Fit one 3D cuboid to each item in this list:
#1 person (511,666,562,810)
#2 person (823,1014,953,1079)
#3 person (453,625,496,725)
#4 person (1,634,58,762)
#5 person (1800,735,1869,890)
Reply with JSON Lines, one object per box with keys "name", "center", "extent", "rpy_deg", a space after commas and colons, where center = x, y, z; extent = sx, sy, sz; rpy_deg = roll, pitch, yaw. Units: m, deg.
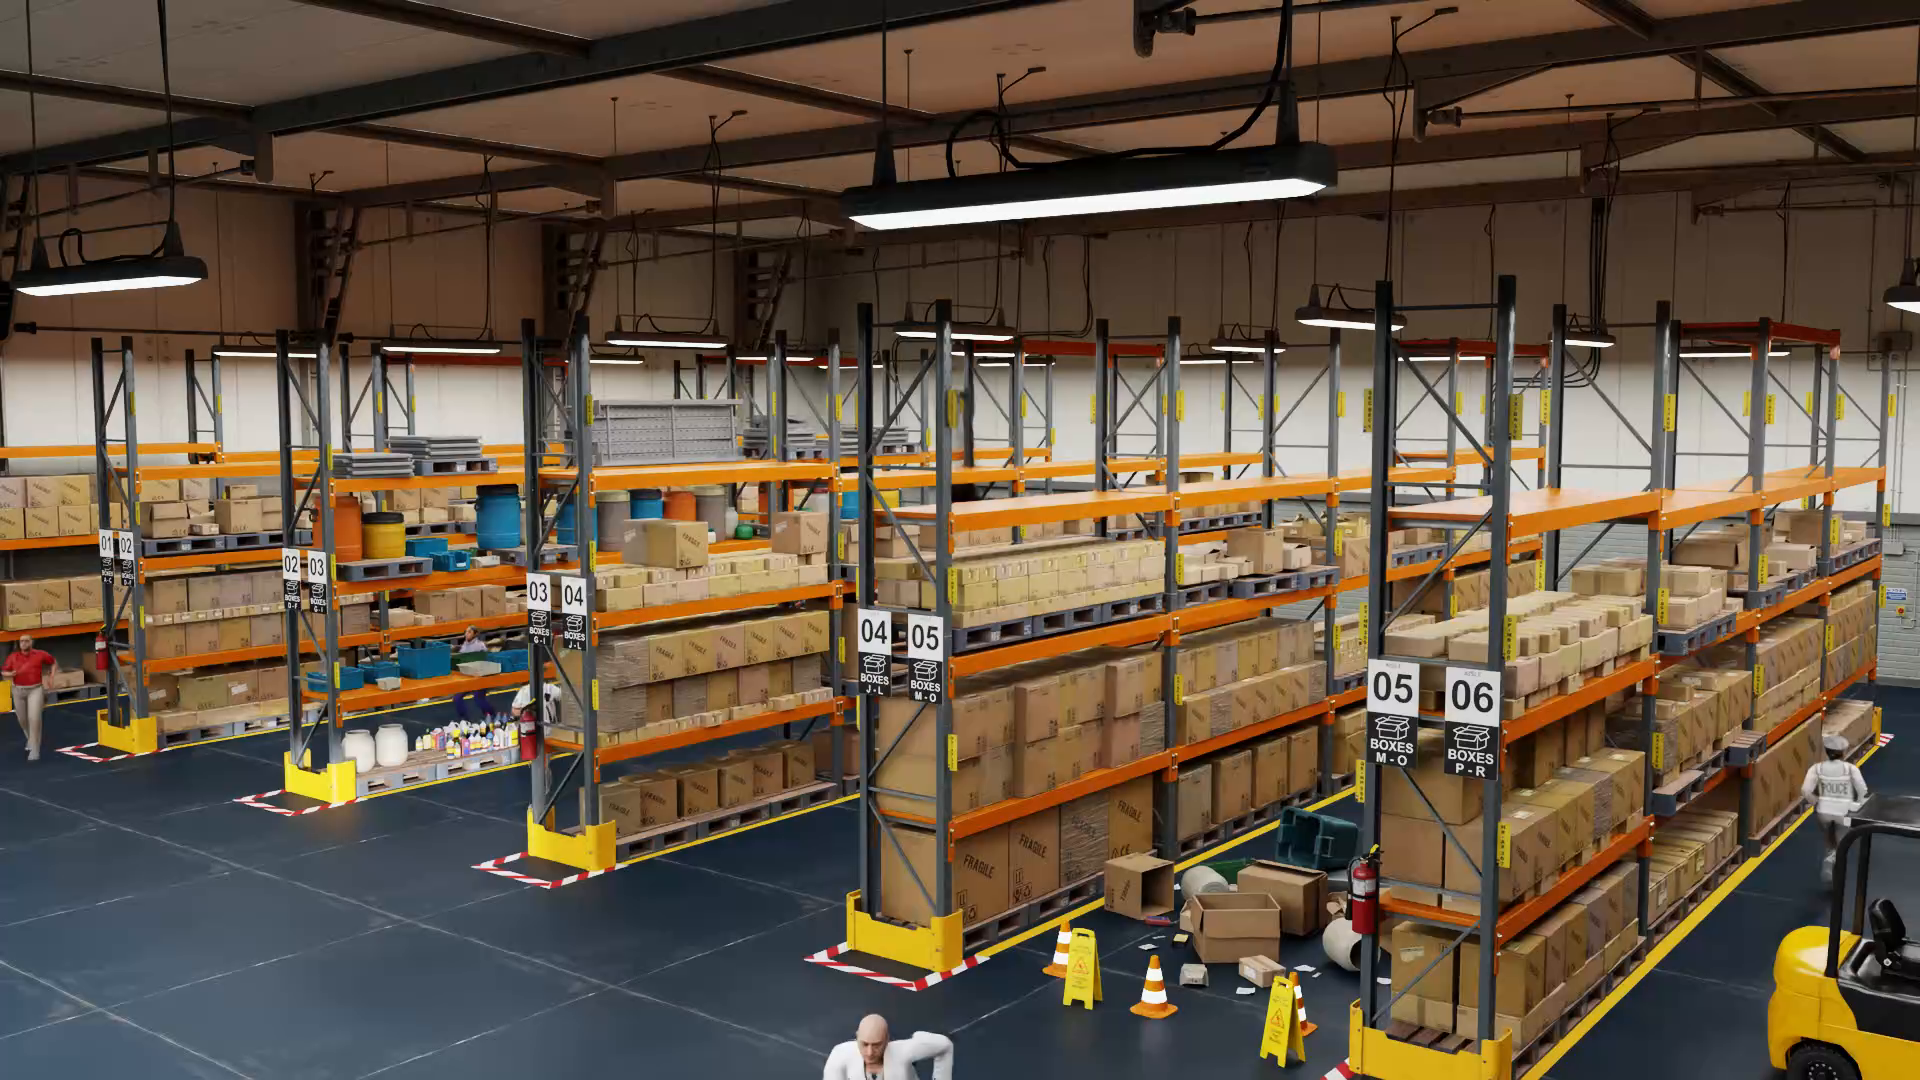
{"name": "person", "center": [-5.299, 2.435, 20.962], "extent": [0.650, 1.795, 0.959], "rpy_deg": [1, 5, 8]}
{"name": "person", "center": [-0.406, 3.569, 9.781], "extent": [0.753, 1.618, 1.072], "rpy_deg": [1, 5, 10]}
{"name": "person", "center": [-7.460, 2.146, 25.511], "extent": [0.614, 1.715, 0.718], "rpy_deg": [3, 6, 29]}
{"name": "person", "center": [-13.342, 2.220, 23.824], "extent": [0.659, 1.766, 0.891], "rpy_deg": [-1, 5, -11]}
{"name": "person", "center": [9.005, 2.879, 17.159], "extent": [0.634, 1.671, 0.776], "rpy_deg": [4, 6, 38]}
